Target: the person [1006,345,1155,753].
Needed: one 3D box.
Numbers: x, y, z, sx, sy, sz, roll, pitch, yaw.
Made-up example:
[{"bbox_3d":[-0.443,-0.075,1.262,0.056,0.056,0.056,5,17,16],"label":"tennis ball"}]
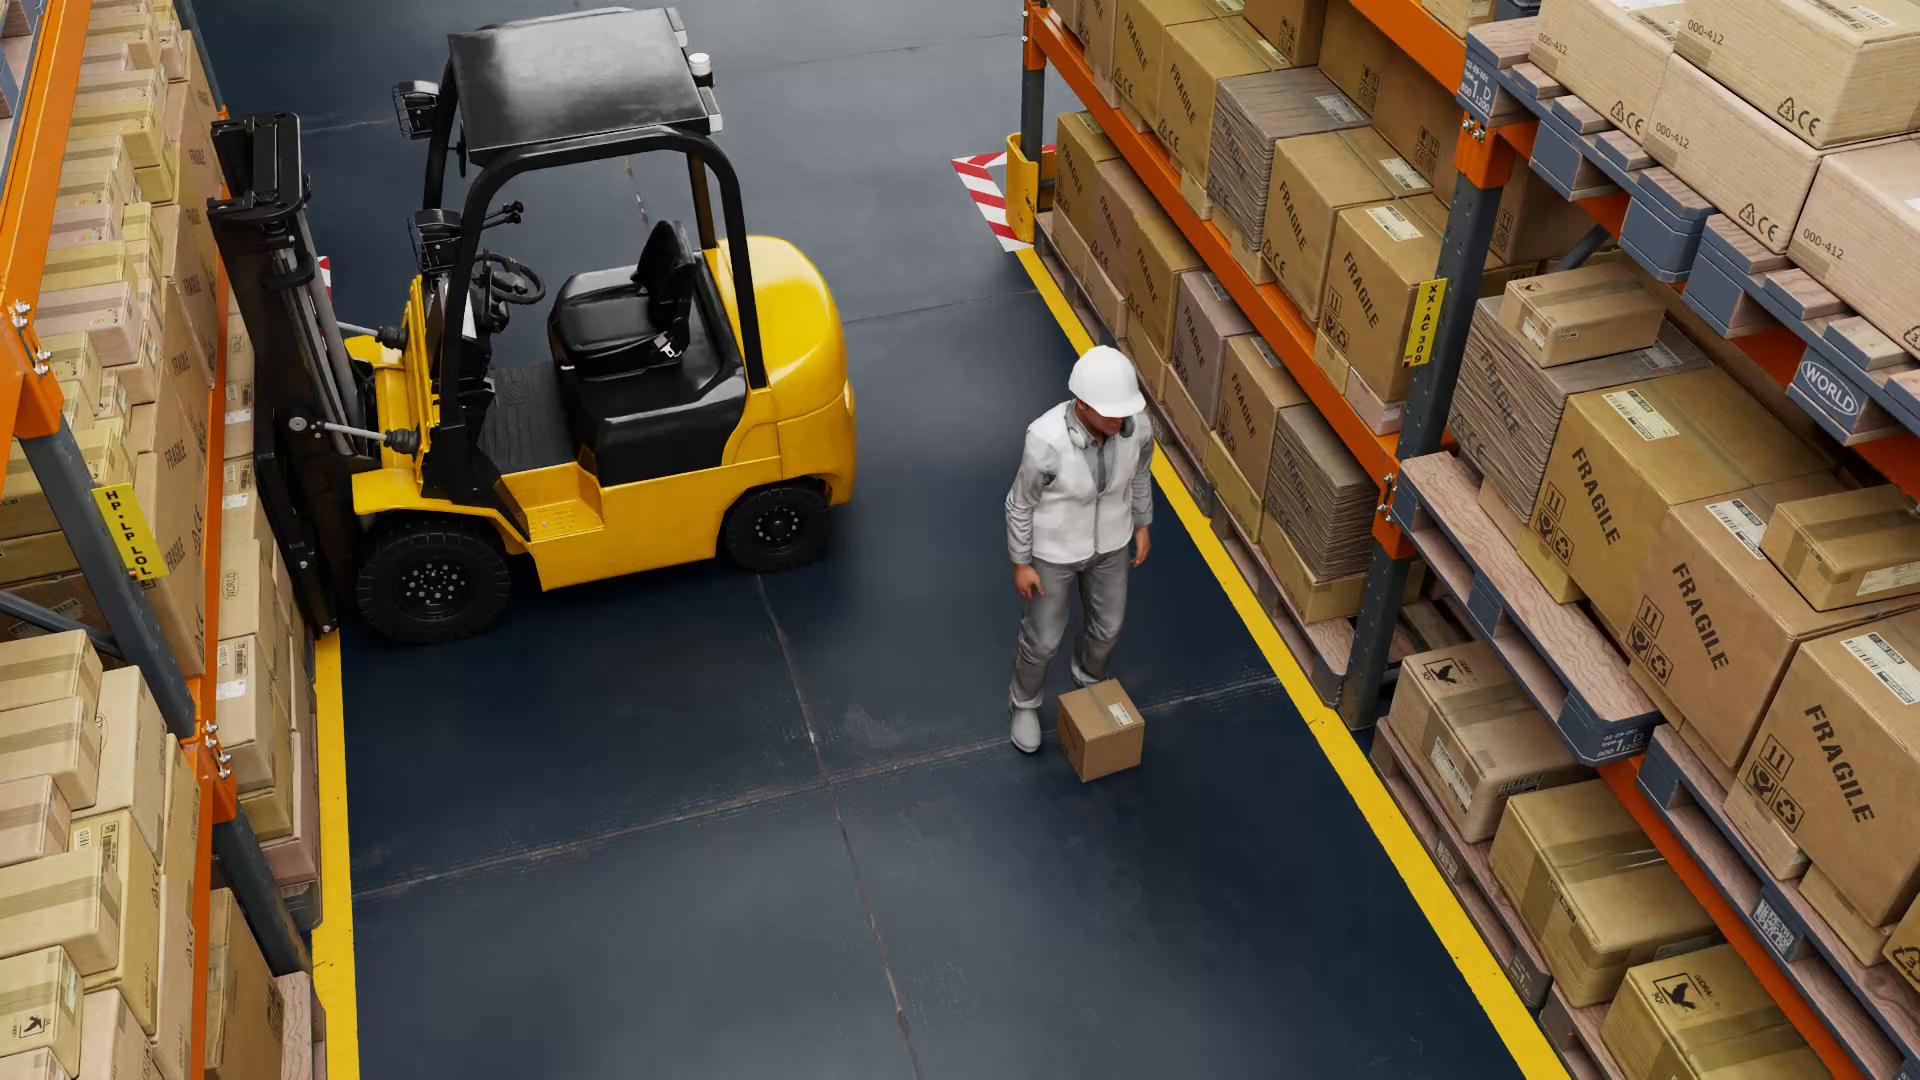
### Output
[{"bbox_3d":[0.440,0.012,6.127,0.595,1.772,0.459,-17,45,-18],"label":"person"}]
